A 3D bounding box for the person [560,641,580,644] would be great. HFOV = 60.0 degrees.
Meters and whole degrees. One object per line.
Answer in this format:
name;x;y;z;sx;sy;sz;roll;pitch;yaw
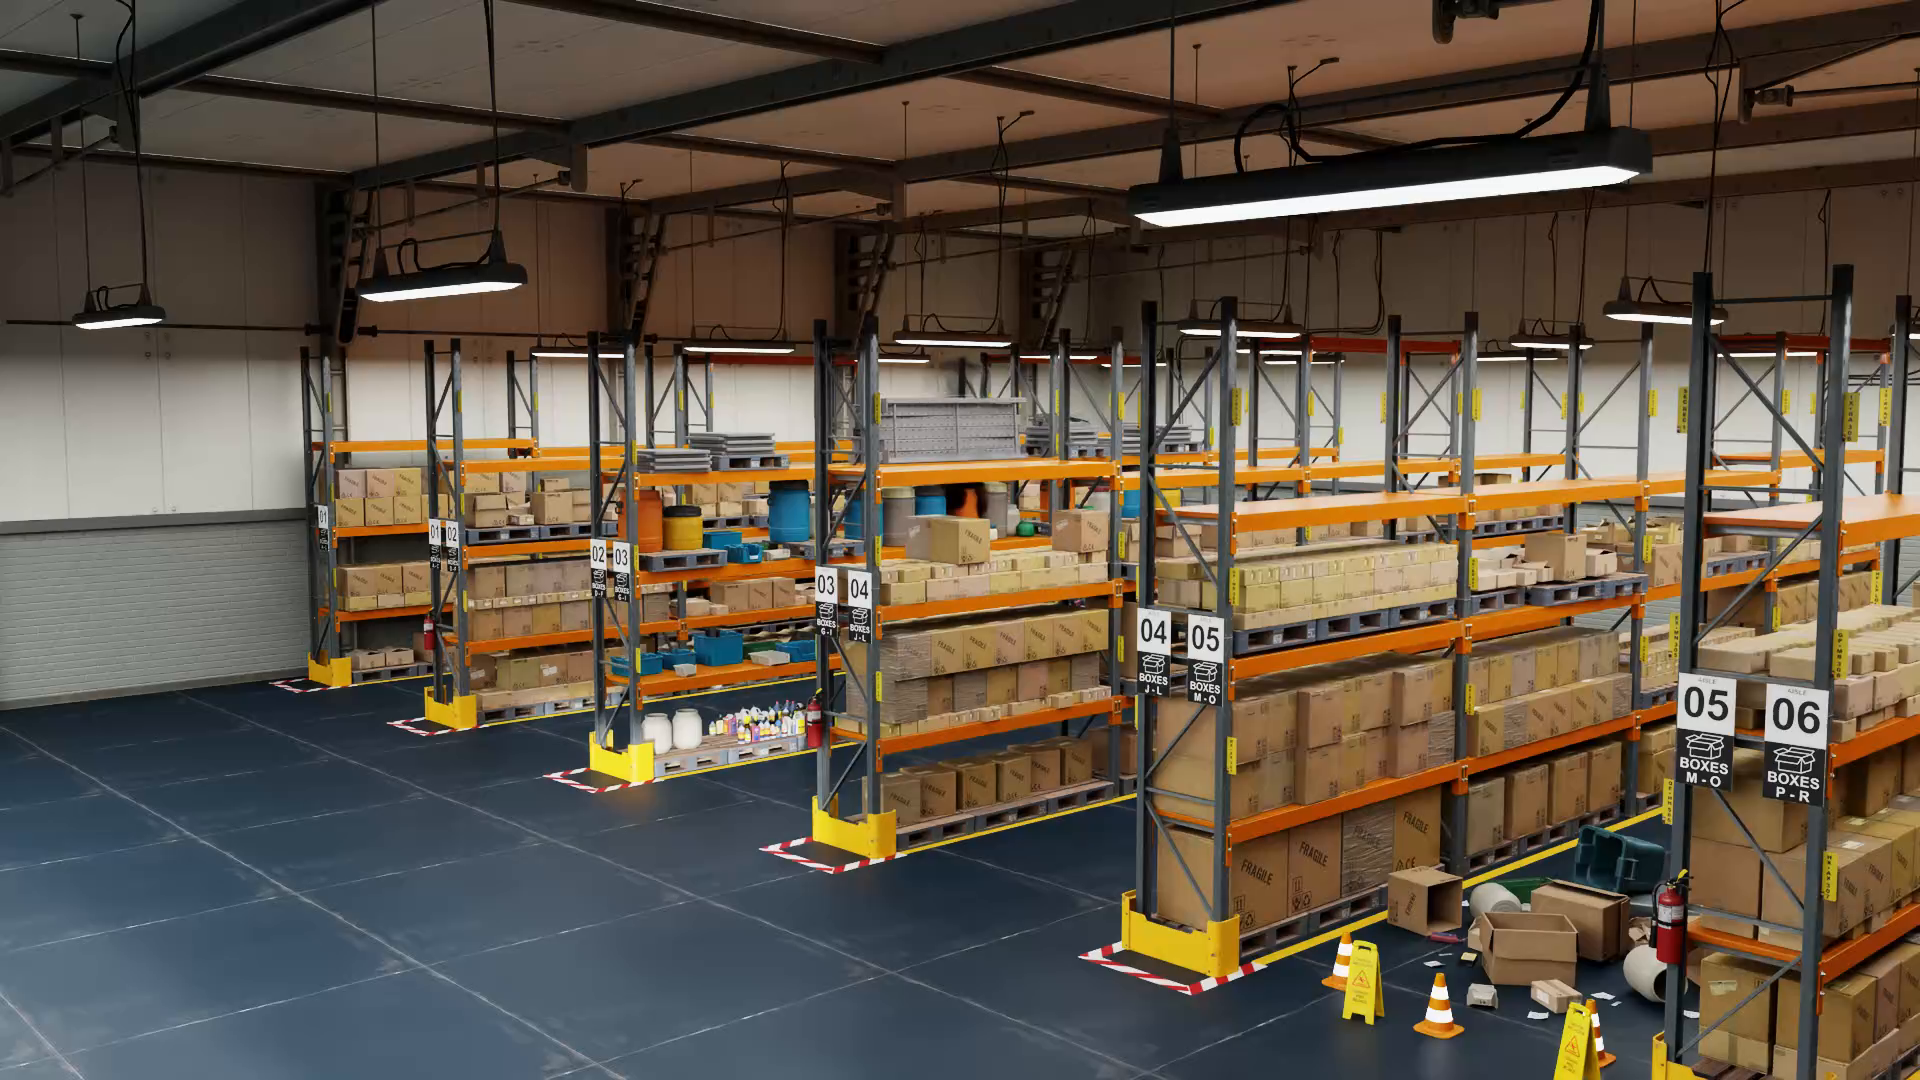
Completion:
person;-6.990;1.710;29.928;0.632;1.633;0.783;4;6;35
